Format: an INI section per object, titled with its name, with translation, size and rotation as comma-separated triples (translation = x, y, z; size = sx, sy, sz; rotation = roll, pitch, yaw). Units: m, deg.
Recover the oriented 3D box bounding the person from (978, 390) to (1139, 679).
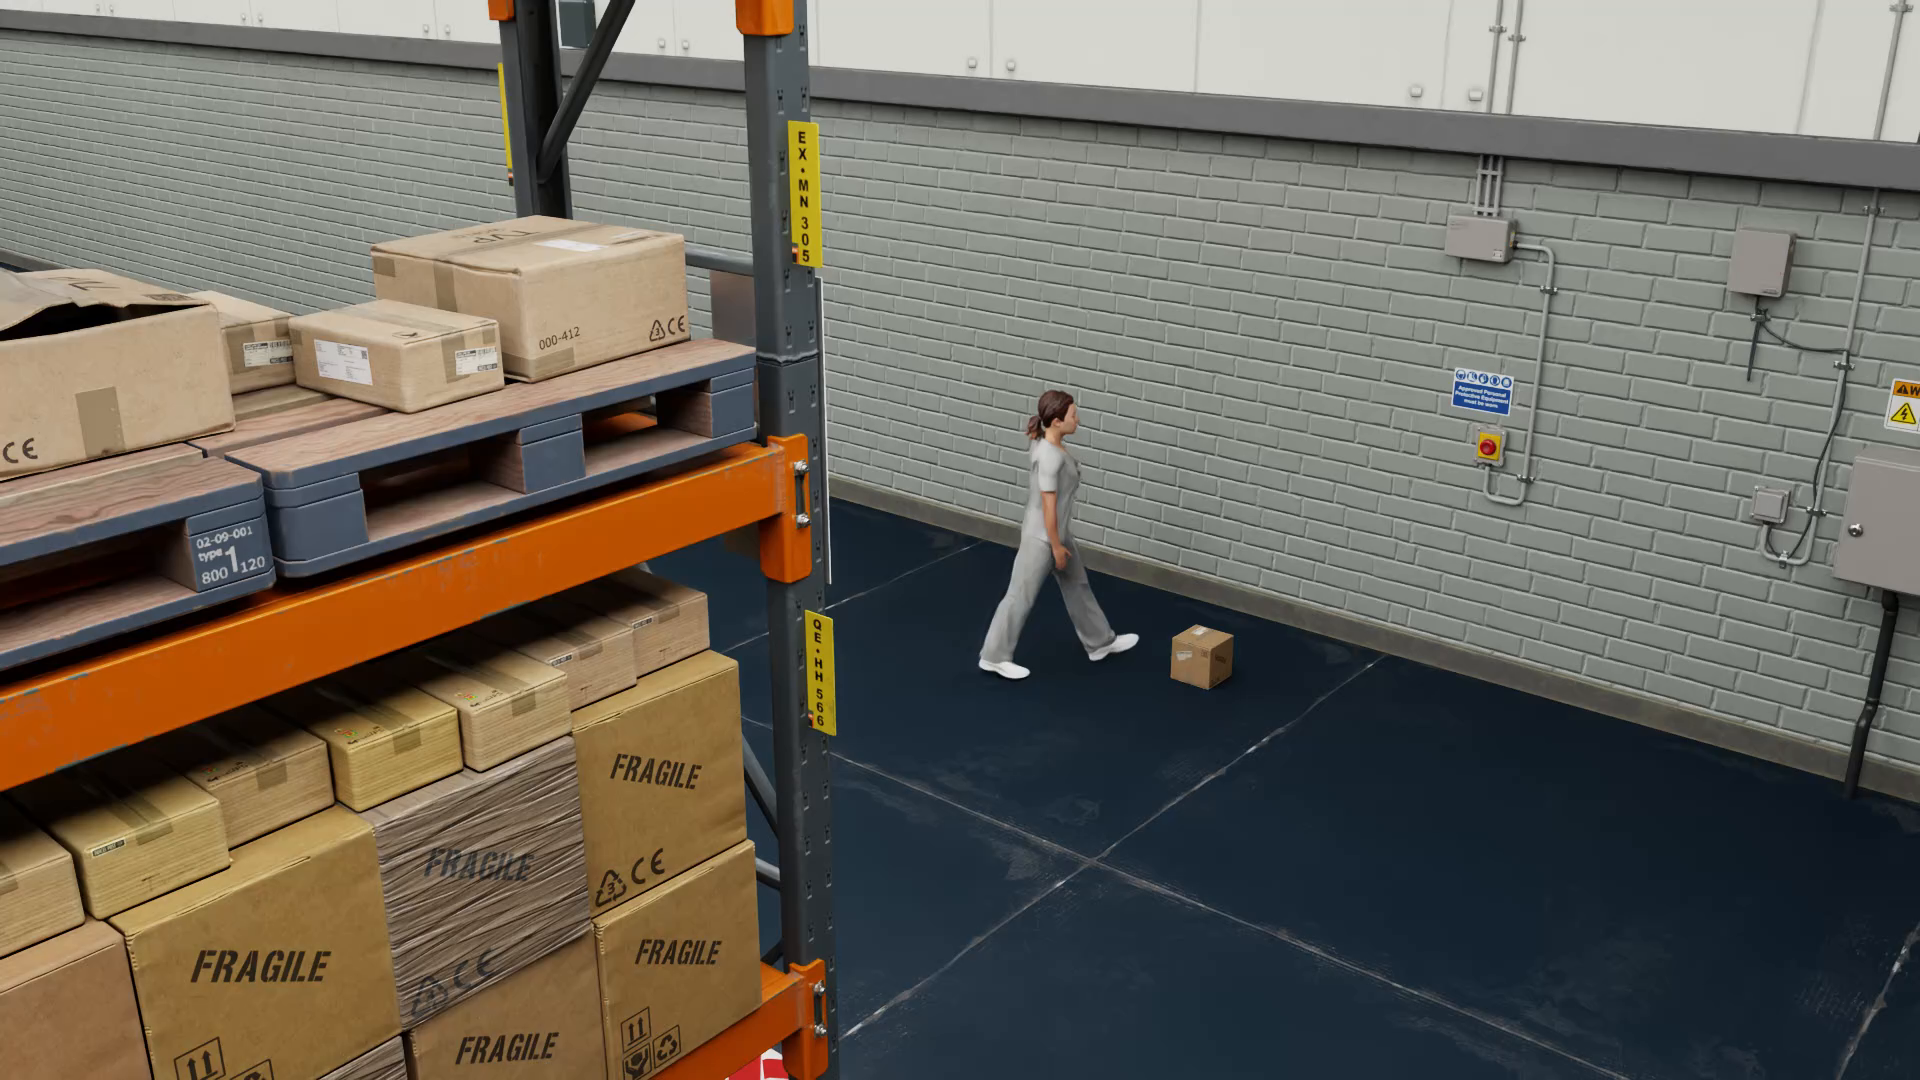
[person]
translation = 0.561, -0.034, 9.187
size = 0.911, 1.636, 0.468
rotation = 1, 20, 3
